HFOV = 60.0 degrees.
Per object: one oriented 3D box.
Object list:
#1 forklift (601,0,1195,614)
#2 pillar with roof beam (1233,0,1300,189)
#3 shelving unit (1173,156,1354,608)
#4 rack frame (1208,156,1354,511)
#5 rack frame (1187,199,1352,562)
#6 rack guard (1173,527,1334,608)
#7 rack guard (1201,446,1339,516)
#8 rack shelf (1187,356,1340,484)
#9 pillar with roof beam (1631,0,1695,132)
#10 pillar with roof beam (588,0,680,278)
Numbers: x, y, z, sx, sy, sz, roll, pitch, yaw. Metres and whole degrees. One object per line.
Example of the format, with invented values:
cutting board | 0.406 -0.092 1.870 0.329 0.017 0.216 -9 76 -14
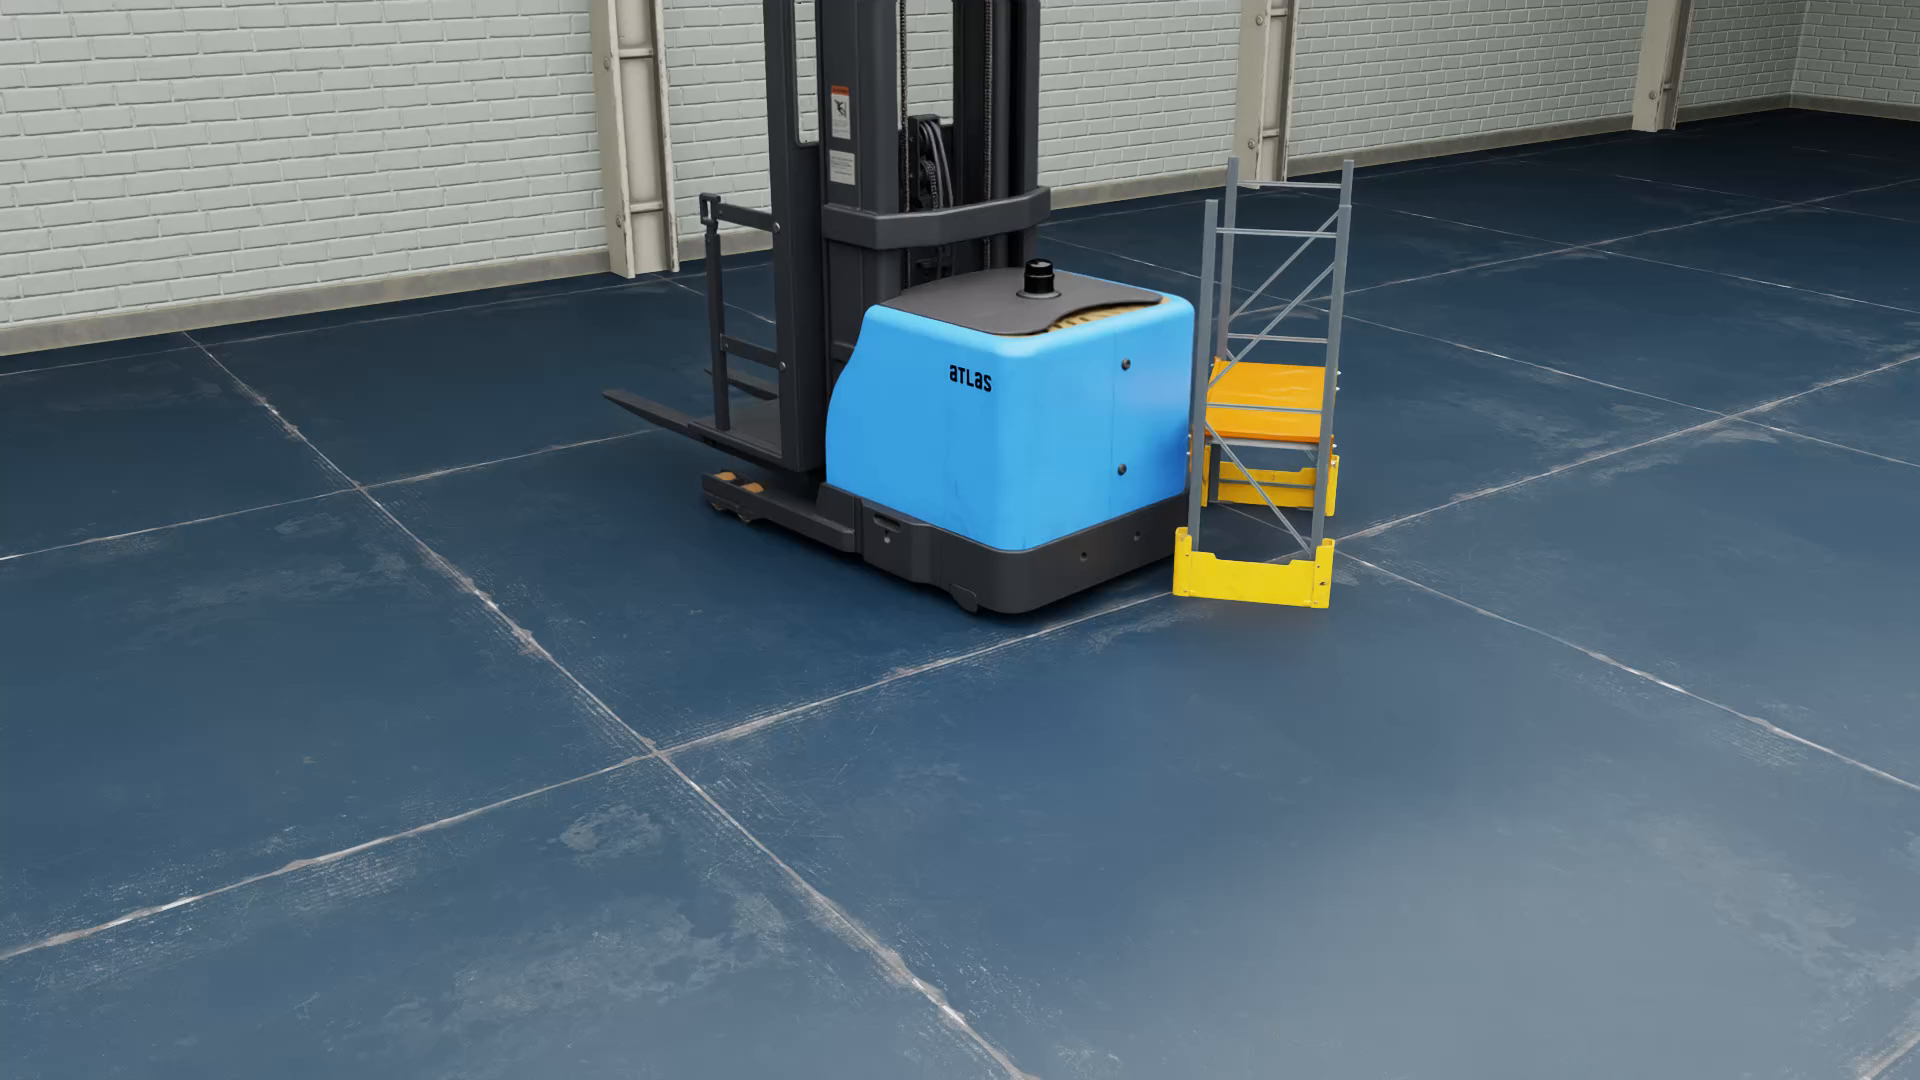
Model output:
forklift | -0.470 -1.552 6.831 1.130 2.935 3.031 -19 29 -40
pillar with roof beam | 5.183 -6.063 9.948 0.400 9.000 9.100 -15 26 -33
shelving unit | 1.219 -0.657 6.518 0.587 1.500 1.083 5 22 12
rack frame | 1.334 -0.844 6.987 0.500 1.500 0.032 5 22 12
rack frame | 1.107 -0.476 6.066 0.500 1.500 0.032 5 22 12
rack guard | 1.107 0.104 6.299 0.587 0.250 0.087 5 22 12
rack guard | 1.330 -0.256 7.201 0.587 0.250 0.087 5 22 12
rack shelf | 1.221 -0.493 6.593 0.538 0.185 1.000 5 22 12
pillar with roof beam | 10.053 -7.361 13.202 0.400 9.000 9.100 -15 26 -33
pillar with roof beam | 0.312 -4.764 6.693 0.400 9.000 9.100 -15 26 -33
